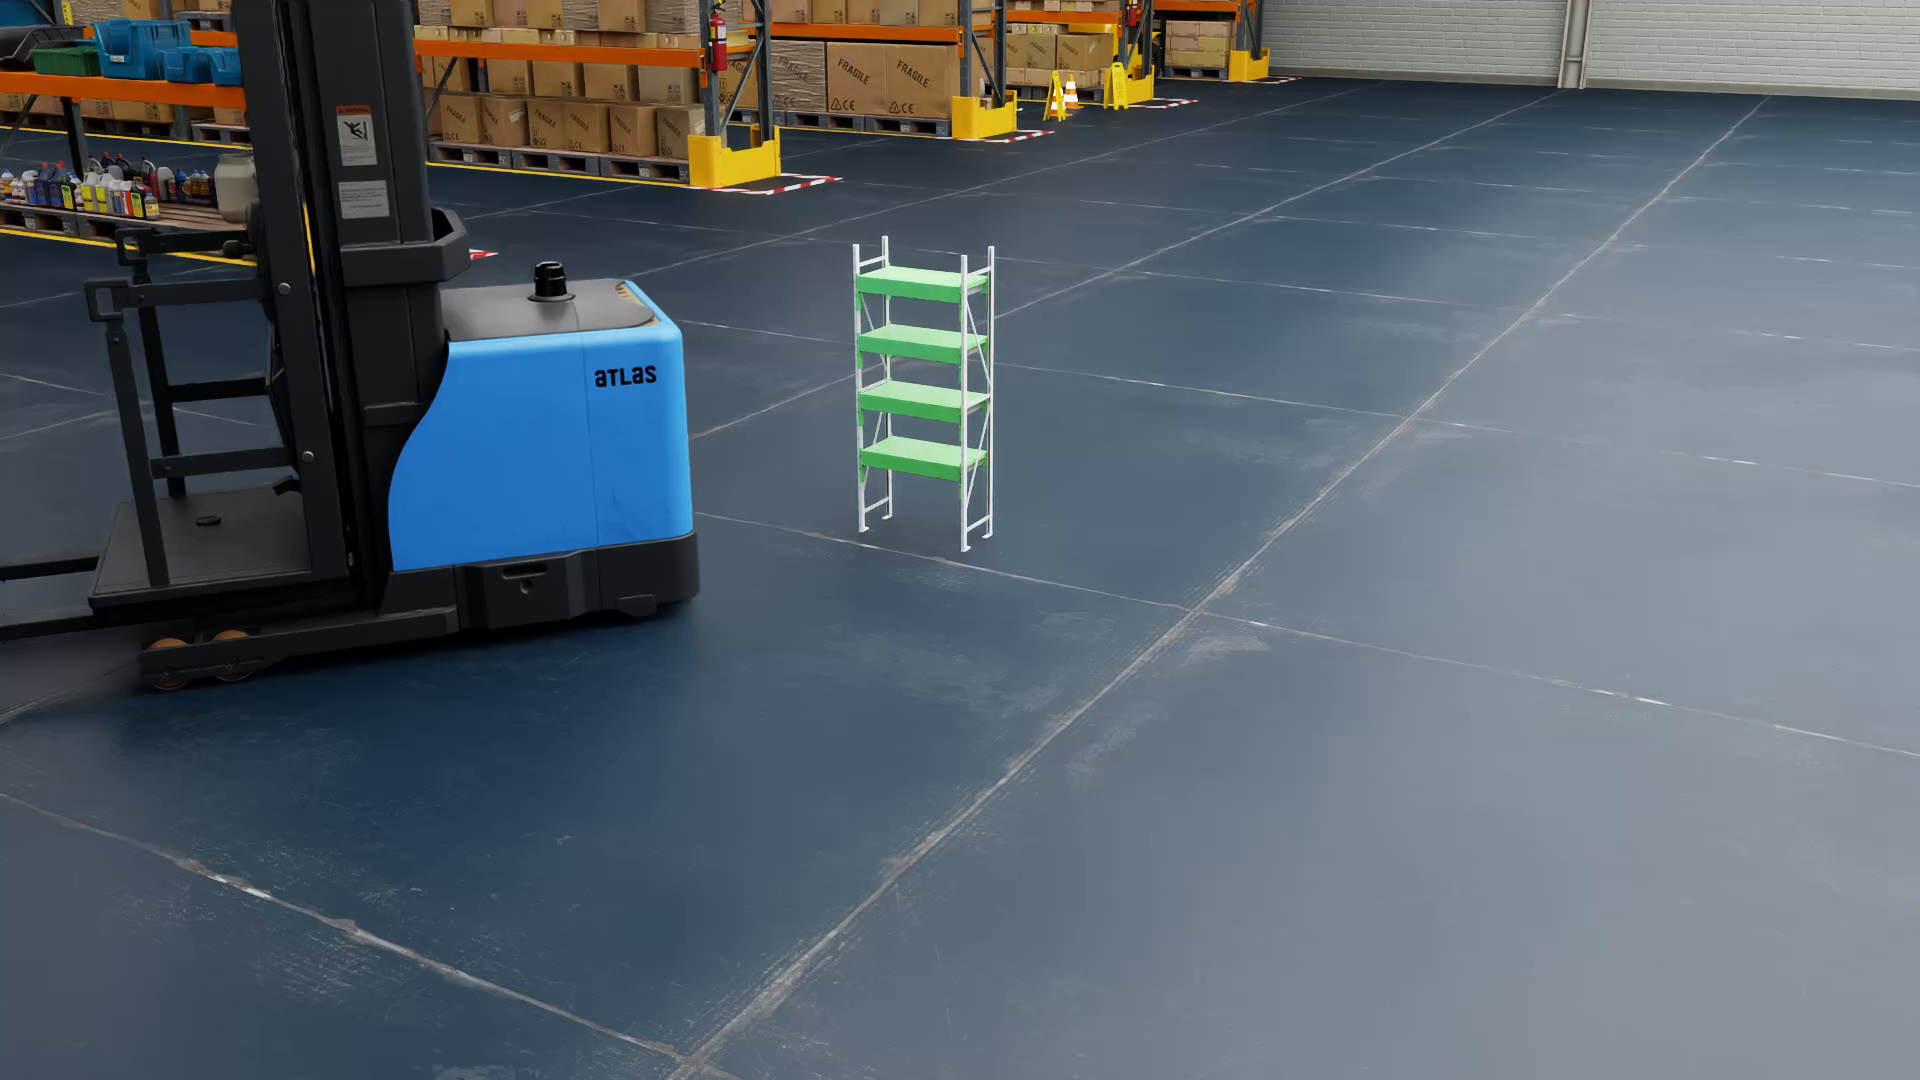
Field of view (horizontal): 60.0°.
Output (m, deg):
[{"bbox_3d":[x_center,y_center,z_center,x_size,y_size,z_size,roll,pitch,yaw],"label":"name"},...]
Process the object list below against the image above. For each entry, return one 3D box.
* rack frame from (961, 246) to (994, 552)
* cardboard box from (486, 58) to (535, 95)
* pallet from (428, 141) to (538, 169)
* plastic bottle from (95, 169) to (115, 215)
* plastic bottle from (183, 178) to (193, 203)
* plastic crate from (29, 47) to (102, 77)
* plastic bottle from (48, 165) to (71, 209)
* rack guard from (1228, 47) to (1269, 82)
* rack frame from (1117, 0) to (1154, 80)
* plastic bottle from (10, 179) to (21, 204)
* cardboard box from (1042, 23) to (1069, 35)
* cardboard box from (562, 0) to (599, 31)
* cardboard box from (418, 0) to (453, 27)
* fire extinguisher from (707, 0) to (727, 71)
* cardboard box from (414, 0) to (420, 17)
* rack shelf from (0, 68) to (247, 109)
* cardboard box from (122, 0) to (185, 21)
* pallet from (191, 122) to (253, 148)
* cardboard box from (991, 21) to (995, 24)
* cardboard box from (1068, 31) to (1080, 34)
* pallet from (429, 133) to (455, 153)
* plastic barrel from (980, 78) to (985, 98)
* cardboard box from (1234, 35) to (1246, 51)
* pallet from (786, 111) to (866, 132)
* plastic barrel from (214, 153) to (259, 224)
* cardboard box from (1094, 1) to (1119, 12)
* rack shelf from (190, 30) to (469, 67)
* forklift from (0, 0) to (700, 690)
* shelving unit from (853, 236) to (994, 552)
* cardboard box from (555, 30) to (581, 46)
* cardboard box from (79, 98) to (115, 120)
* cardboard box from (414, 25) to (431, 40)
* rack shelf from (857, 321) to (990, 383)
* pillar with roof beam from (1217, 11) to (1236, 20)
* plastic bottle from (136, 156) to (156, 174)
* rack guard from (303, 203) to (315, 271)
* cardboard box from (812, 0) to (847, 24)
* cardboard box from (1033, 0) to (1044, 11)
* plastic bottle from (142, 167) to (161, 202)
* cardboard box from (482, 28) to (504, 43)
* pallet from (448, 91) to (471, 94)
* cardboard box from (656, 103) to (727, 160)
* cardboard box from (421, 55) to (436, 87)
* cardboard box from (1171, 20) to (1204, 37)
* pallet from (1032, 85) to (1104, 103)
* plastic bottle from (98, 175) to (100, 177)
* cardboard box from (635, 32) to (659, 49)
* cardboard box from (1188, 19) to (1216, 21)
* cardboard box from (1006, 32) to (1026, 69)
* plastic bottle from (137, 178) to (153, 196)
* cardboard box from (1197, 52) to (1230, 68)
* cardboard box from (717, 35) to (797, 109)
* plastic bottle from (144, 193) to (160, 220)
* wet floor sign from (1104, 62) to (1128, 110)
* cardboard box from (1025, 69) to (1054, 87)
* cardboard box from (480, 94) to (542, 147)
[{"bbox_3d":[0.069,-0.551,6.625,0.015,1.200,0.240,11,23,27],"label":"rack frame"},{"bbox_3d":[-6.207,-6.873,24.098,0.750,0.750,1.050,10,22,27],"label":"cardboard box"},{"bbox_3d":[-5.106,-4.324,18.477,1.213,0.211,1.003,11,23,27],"label":"pallet"},{"bbox_3d":[-6.925,-2.833,13.515,0.185,0.351,0.144,12,23,30],"label":"plastic bottle"},{"bbox_3d":[-6.537,-2.973,14.119,0.097,0.201,0.097,0,20,0],"label":"plastic bottle"},{"bbox_3d":[-7.078,-3.853,13.398,0.662,0.188,0.450,11,23,27],"label":"plastic crate"},{"bbox_3d":[-7.458,-2.934,13.795,0.185,0.351,0.144,10,22,25],"label":"plastic bottle"},{"bbox_3d":[5.054,-8.321,29.070,0.348,0.500,1.175,11,23,27],"label":"rack guard"},{"bbox_3d":[2.615,-8.021,24.580,0.127,3.000,1.000,11,23,27],"label":"rack frame"},{"bbox_3d":[-7.972,-2.953,14.065,0.097,0.201,0.097,0,20,0],"label":"plastic bottle"},{"bbox_3d":[1.436,-7.680,25.005,0.250,0.149,0.380,12,23,29],"label":"cardboard box"},{"bbox_3d":[-3.595,-5.501,17.049,0.500,0.500,0.875,11,23,27],"label":"cardboard box"},{"bbox_3d":[-5.347,-5.830,17.956,0.500,0.500,0.875,11,23,27],"label":"cardboard box"},{"bbox_3d":[-2.342,-4.879,16.029,0.183,0.674,0.296,11,23,27],"label":"fire extinguisher"},{"bbox_3d":[-6.335,-6.390,18.586,1.000,1.000,1.000,11,23,28],"label":"cardboard box"},{"bbox_3d":[-6.379,-3.591,13.421,4.000,0.370,1.077,11,23,27],"label":"rack shelf"},{"bbox_3d":[-9.753,-6.457,20.120,0.500,0.500,0.500,12,23,29],"label":"cardboard box"},{"bbox_3d":[-8.520,-4.960,20.230,1.213,0.211,1.003,11,23,27],"label":"pallet"},{"bbox_3d":[0.406,-9.461,31.414,0.625,0.625,0.875,11,22,27],"label":"cardboard box"},{"bbox_3d":[1.566,-7.585,25.692,0.500,0.500,0.500,10,22,25],"label":"cardboard box"},{"bbox_3d":[-6.390,-4.555,19.112,1.213,0.211,1.003,11,23,27],"label":"pallet"},{"bbox_3d":[0.074,-6.703,24.723,0.512,0.421,0.421,-7,21,-20],"label":"plastic barrel"},{"bbox_3d":[4.724,-8.780,29.353,0.500,0.250,0.500,11,23,28],"label":"cardboard box"},{"bbox_3d":[-1.508,-5.533,21.809,1.213,0.211,1.003,11,23,27],"label":"pallet"},{"bbox_3d":[-5.682,-2.795,13.203,0.421,0.512,0.421,0,20,0],"label":"plastic barrel"},{"bbox_3d":[2.185,-7.902,24.618,0.250,0.149,0.380,12,23,29],"label":"cardboard box"},{"bbox_3d":[-7.456,-5.731,19.320,4.000,0.370,1.077,11,23,27],"label":"rack shelf"},{"bbox_3d":[-2.531,-1.085,5.558,3.031,2.935,1.130,-7,21,-19],"label":"forklift"},{"bbox_3d":[-0.145,-0.592,6.736,0.503,1.200,0.258,11,23,27],"label":"shelving unit"},{"bbox_3d":[-3.928,-5.157,17.052,0.250,0.149,0.380,11,23,27],"label":"cardboard box"},{"bbox_3d":[-10.568,-5.872,21.153,0.875,0.875,1.225,11,23,27],"label":"cardboard box"},{"bbox_3d":[-5.669,-5.493,17.978,0.250,0.149,0.380,11,23,27],"label":"cardboard box"},{"bbox_3d":[-0.145,-0.757,6.676,0.480,0.148,0.258,11,23,27],"label":"rack shelf"},{"bbox_3d":[2.765,-11.422,25.158,0.400,9.000,9.100,11,23,27],"label":"pillar with roof beam"},{"bbox_3d":[-6.973,-3.117,14.298,0.185,0.351,0.144,11,22,27],"label":"plastic bottle"},{"bbox_3d":[-4.722,-2.420,12.804,0.348,0.500,1.175,11,23,27],"label":"rack guard"},{"bbox_3d":[-1.458,-6.941,21.381,0.500,0.550,0.875,11,23,27],"label":"cardboard box"},{"bbox_3d":[1.301,-8.078,25.105,0.250,0.149,0.380,11,23,28],"label":"cardboard box"},{"bbox_3d":[-6.884,-3.025,14.144,0.133,0.283,0.061,11,23,27],"label":"plastic bottle"},{"bbox_3d":[-4.804,-5.322,17.506,0.250,0.149,0.380,11,23,27],"label":"cardboard box"},{"bbox_3d":[-7.376,-6.681,24.974,1.213,0.211,1.003,11,23,27],"label":"pallet"},{"bbox_3d":[-2.755,-4.202,17.101,0.500,0.500,0.500,16,25,37],"label":"cardboard box"},{"bbox_3d":[-7.848,-7.003,24.821,0.500,0.500,0.500,12,23,29],"label":"cardboard box"},{"bbox_3d":[4.030,-8.942,29.066,0.500,0.250,0.500,11,23,28],"label":"cardboard box"},{"bbox_3d":[1.857,-6.869,25.492,1.213,0.211,1.003,11,23,27],"label":"pallet"},{"bbox_3d":[-7.037,-2.877,13.746,0.135,0.276,0.152,11,23,27],"label":"plastic bottle"},{"bbox_3d":[-3.028,-5.007,16.638,0.250,0.149,0.380,11,23,27],"label":"cardboard box"},{"bbox_3d":[4.268,-9.093,29.484,0.500,0.250,0.500,11,23,27],"label":"cardboard box"},{"bbox_3d":[0.894,-7.506,25.476,0.500,0.500,0.500,10,22,26],"label":"cardboard box"},{"bbox_3d":[-6.605,-2.783,13.478,0.133,0.283,0.061,11,23,27],"label":"plastic bottle"},{"bbox_3d":[4.469,-8.389,29.008,0.500,0.250,0.500,11,23,28],"label":"cardboard box"},{"bbox_3d":[-2.688,-6.269,22.250,0.875,0.875,0.875,11,23,28],"label":"cardboard box"},{"bbox_3d":[-6.450,-2.663,13.266,0.097,0.201,0.097,0,20,0],"label":"plastic bottle"},{"bbox_3d":[2.259,-6.565,24.016,0.267,0.644,0.232,-16,26,-38],"label":"wet floor sign"},{"bbox_3d":[1.330,-7.069,25.371,0.500,0.250,0.500,11,23,27],"label":"cardboard box"},{"bbox_3d":[-4.876,-4.587,18.163,0.500,0.500,0.500,-17,26,-39],"label":"cardboard box"}]
